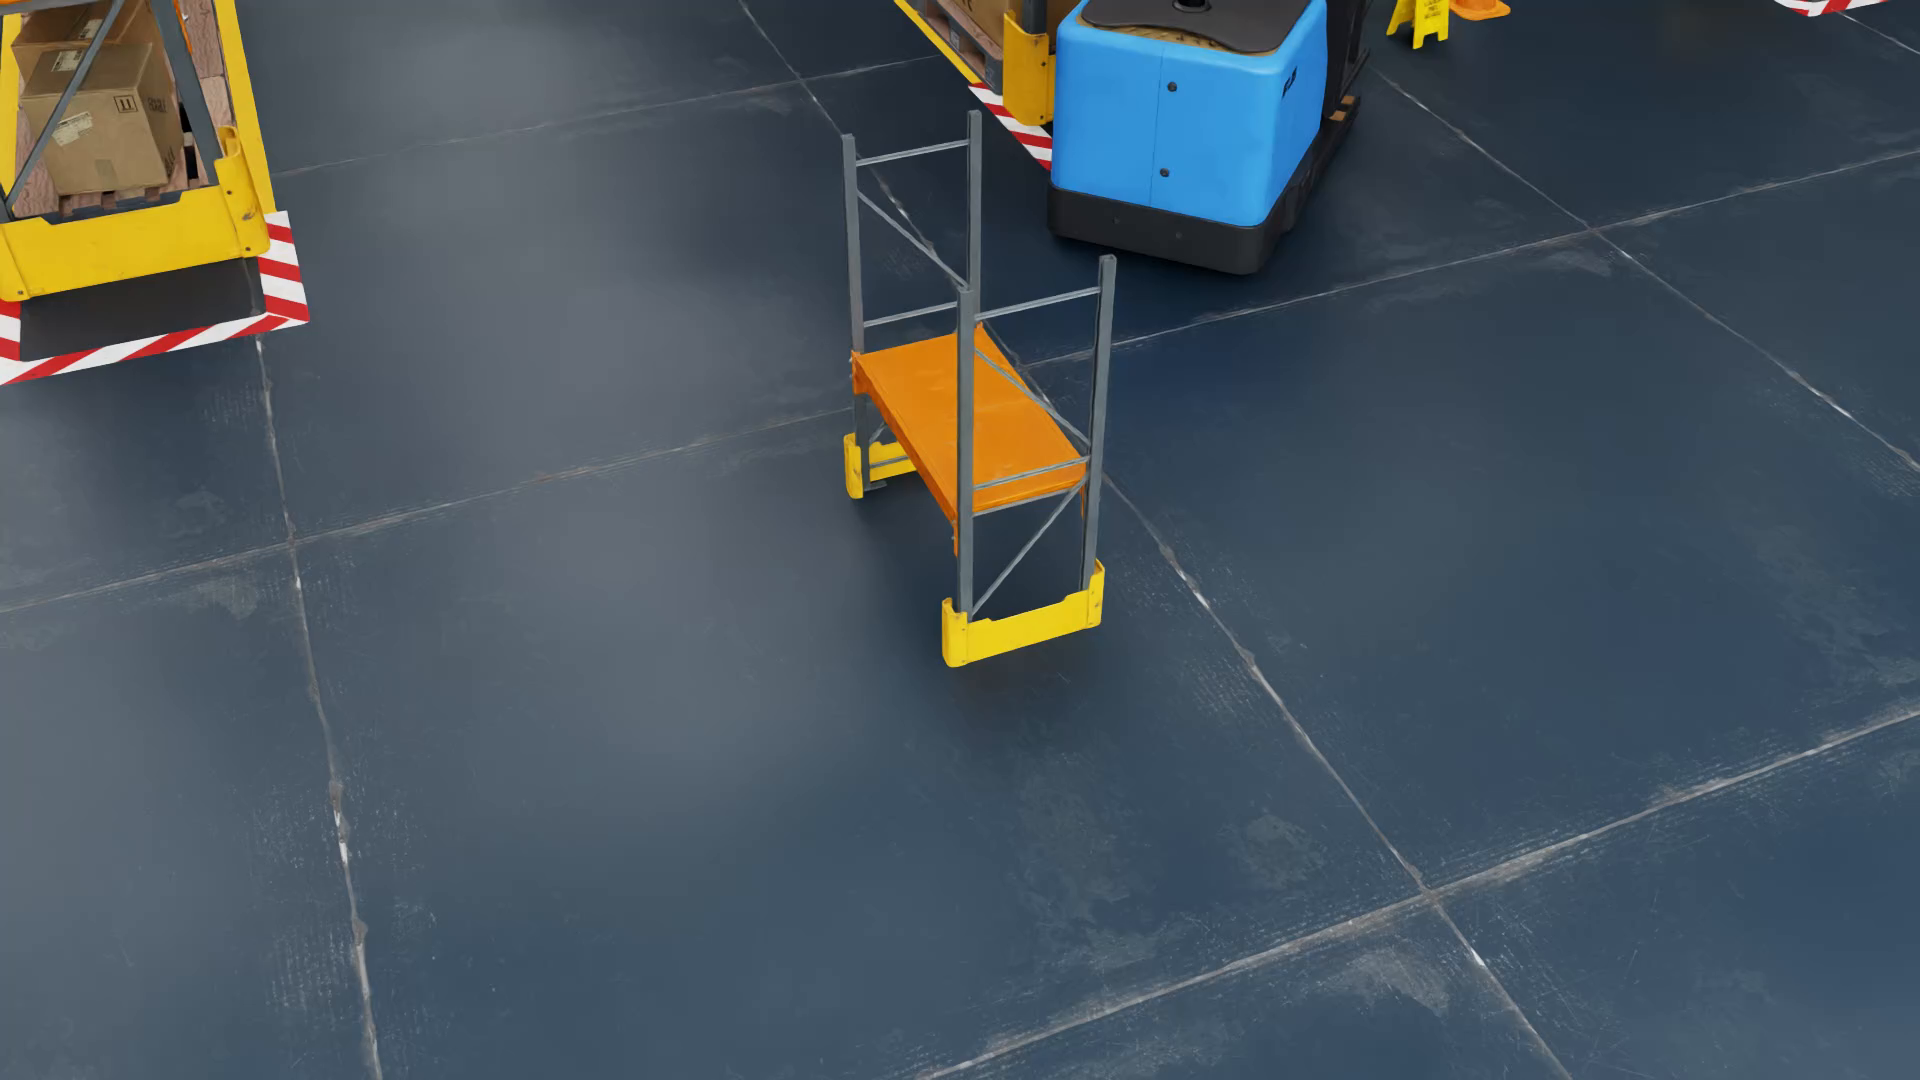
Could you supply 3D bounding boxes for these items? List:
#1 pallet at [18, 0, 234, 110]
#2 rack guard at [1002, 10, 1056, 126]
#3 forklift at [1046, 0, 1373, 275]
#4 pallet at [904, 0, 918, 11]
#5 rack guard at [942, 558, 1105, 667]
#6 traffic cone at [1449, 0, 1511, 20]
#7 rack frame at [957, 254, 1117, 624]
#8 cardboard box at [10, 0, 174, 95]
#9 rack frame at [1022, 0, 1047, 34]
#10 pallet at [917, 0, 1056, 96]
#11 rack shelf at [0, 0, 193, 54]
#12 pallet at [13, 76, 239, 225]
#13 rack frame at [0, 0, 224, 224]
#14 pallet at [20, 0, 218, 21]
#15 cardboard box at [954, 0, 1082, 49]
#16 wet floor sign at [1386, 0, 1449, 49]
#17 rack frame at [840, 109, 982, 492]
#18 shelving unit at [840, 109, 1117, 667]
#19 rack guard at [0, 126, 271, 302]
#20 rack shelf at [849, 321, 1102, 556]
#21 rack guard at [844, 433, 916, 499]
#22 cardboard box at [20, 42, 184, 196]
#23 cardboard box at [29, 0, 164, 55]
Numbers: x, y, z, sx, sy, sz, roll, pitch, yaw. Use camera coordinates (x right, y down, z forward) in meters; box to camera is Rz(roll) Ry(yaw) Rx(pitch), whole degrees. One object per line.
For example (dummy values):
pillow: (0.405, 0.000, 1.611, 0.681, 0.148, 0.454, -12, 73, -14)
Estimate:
pallet: (-4.585, -2.621, 9.136, 1.003, 0.211, 1.213, -15, 43, -17)
rack guard: (0.815, -2.615, 8.908, 1.175, 0.500, 0.348, -15, 43, -17)
forklift: (1.463, -3.278, 7.814, 1.130, 2.935, 3.031, 16, 43, 18)
pallet: (-0.035, -3.716, 10.409, 1.003, 0.211, 1.213, -15, 43, -17)
rack guard: (0.220, 0.251, 5.766, 0.587, 0.250, 0.087, -15, 43, -17)
traffic cone: (3.089, -3.367, 9.810, 0.336, 0.463, 0.334, -15, 43, -17)
rack frame: (0.227, -0.211, 5.345, 0.500, 1.500, 0.032, -15, 43, -17)
cardboard box: (-4.299, -2.344, 8.271, 0.500, 0.500, 0.500, -5, 41, -6)
rack frame: (0.806, -3.577, 8.110, 1.000, 3.000, 0.127, -15, 43, -17)
pallet: (0.428, -2.982, 9.556, 1.003, 0.211, 1.213, -15, 43, -17)
rack shelf: (-4.580, -3.333, 8.377, 1.077, 0.370, 4.000, -15, 43, -17)
pallet: (-4.122, -1.888, 8.283, 1.003, 0.211, 1.213, -15, 43, -17)
rack frame: (-3.815, -2.401, 6.741, 1.000, 3.000, 0.127, -15, 43, -17)
pallet: (-5.056, -3.357, 9.992, 1.003, 0.211, 1.213, -15, 43, -17)
cardboard box: (0.486, -3.323, 9.121, 0.875, 0.875, 0.875, -15, 43, -17)
wet floor sign: (2.647, -3.161, 9.431, 0.267, 0.644, 0.232, -23, 46, -24)
rack frame: (-0.162, -0.823, 6.057, 0.500, 1.500, 0.032, -15, 43, -17)
shelving unit: (0.029, -0.523, 5.708, 0.587, 1.500, 1.083, -15, 43, -17)
rack guard: (-3.844, -1.499, 7.610, 1.175, 0.500, 0.348, -15, 43, -17)
rack shelf: (0.033, -0.381, 5.819, 0.538, 0.185, 1.000, -15, 43, -17)
rack guard: (-0.161, -0.349, 6.464, 0.587, 0.250, 0.087, -15, 43, -17)
cardboard box: (-4.038, -1.993, 7.862, 0.500, 0.500, 0.500, -8, 41, -9)
cardboard box: (-4.521, -2.726, 8.715, 0.500, 0.500, 0.500, -11, 42, -13)
